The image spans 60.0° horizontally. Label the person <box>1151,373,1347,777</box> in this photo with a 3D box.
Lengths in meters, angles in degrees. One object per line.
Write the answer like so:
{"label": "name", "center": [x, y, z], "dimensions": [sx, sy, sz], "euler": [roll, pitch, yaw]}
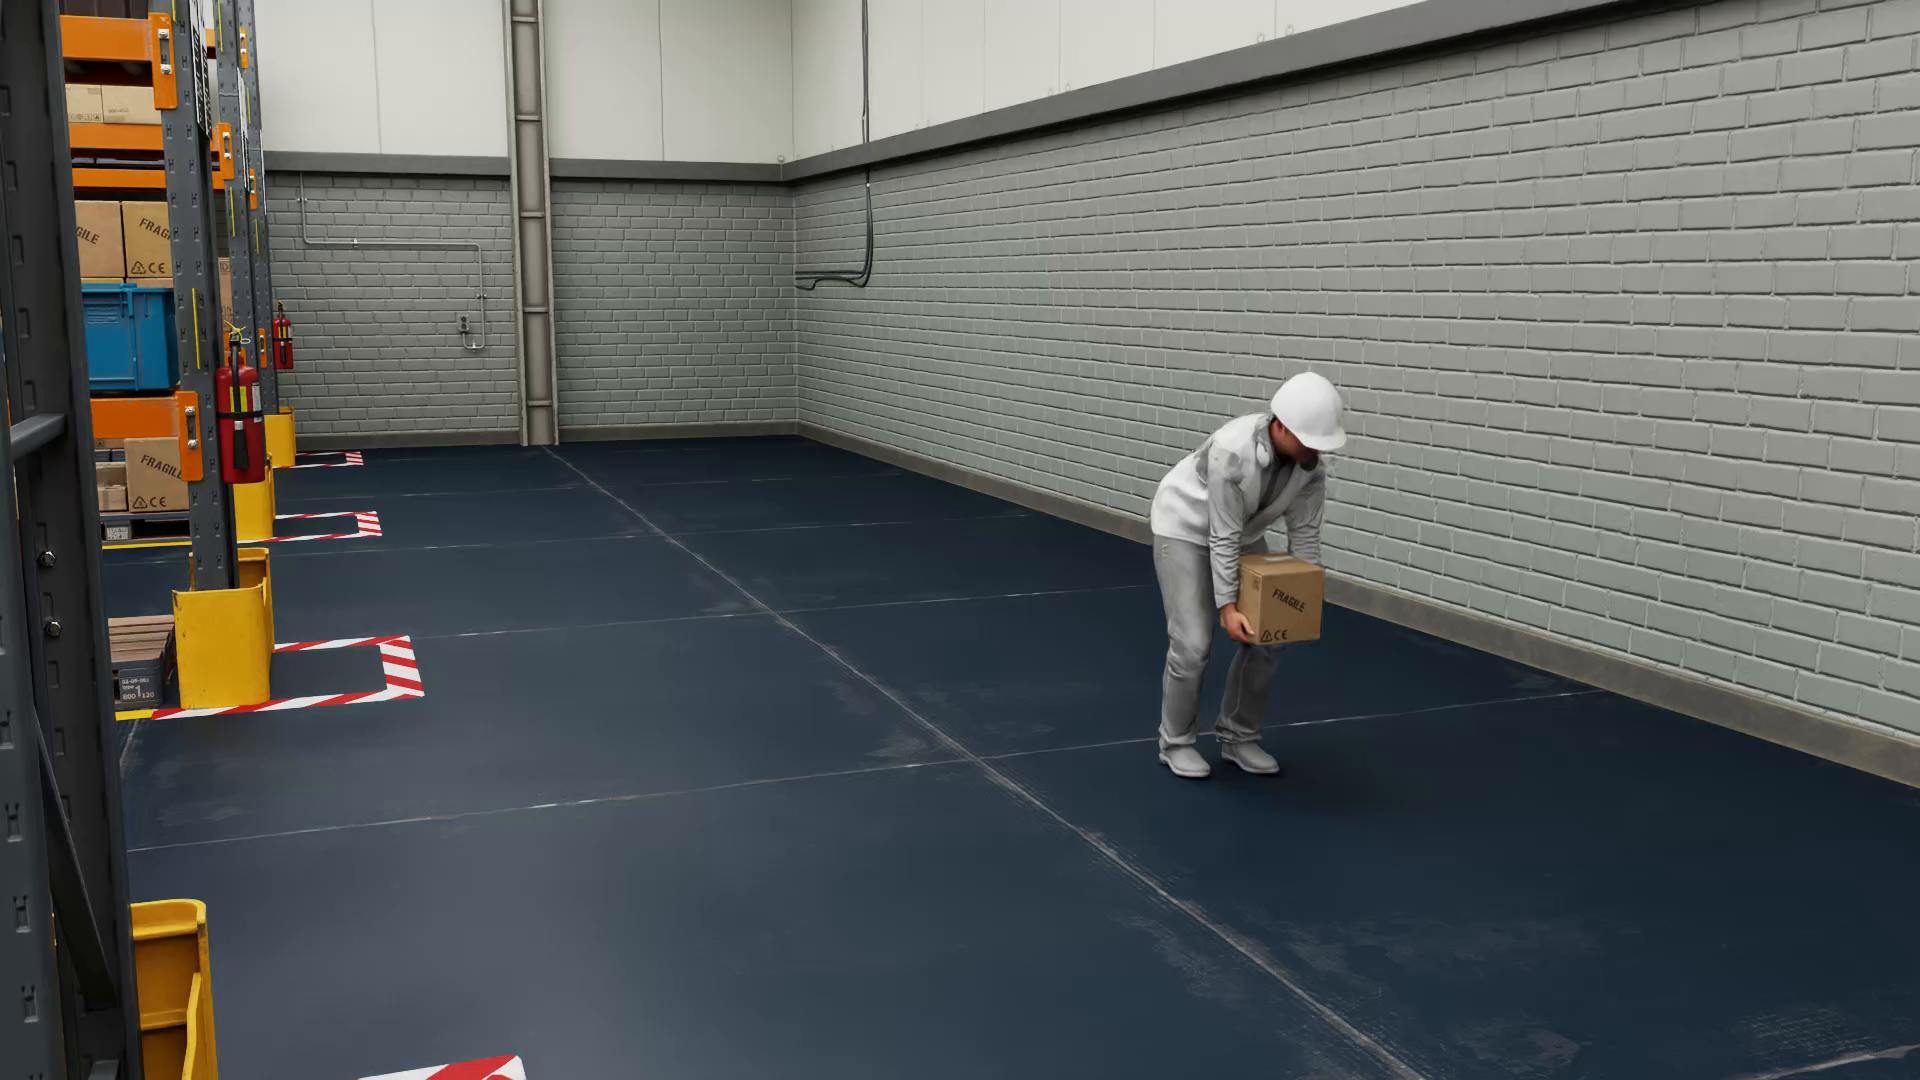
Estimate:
{"label": "person", "center": [1.016, 0.135, 5.880], "dimensions": [0.451, 1.477, 0.870], "euler": [-4, 10, -22]}
